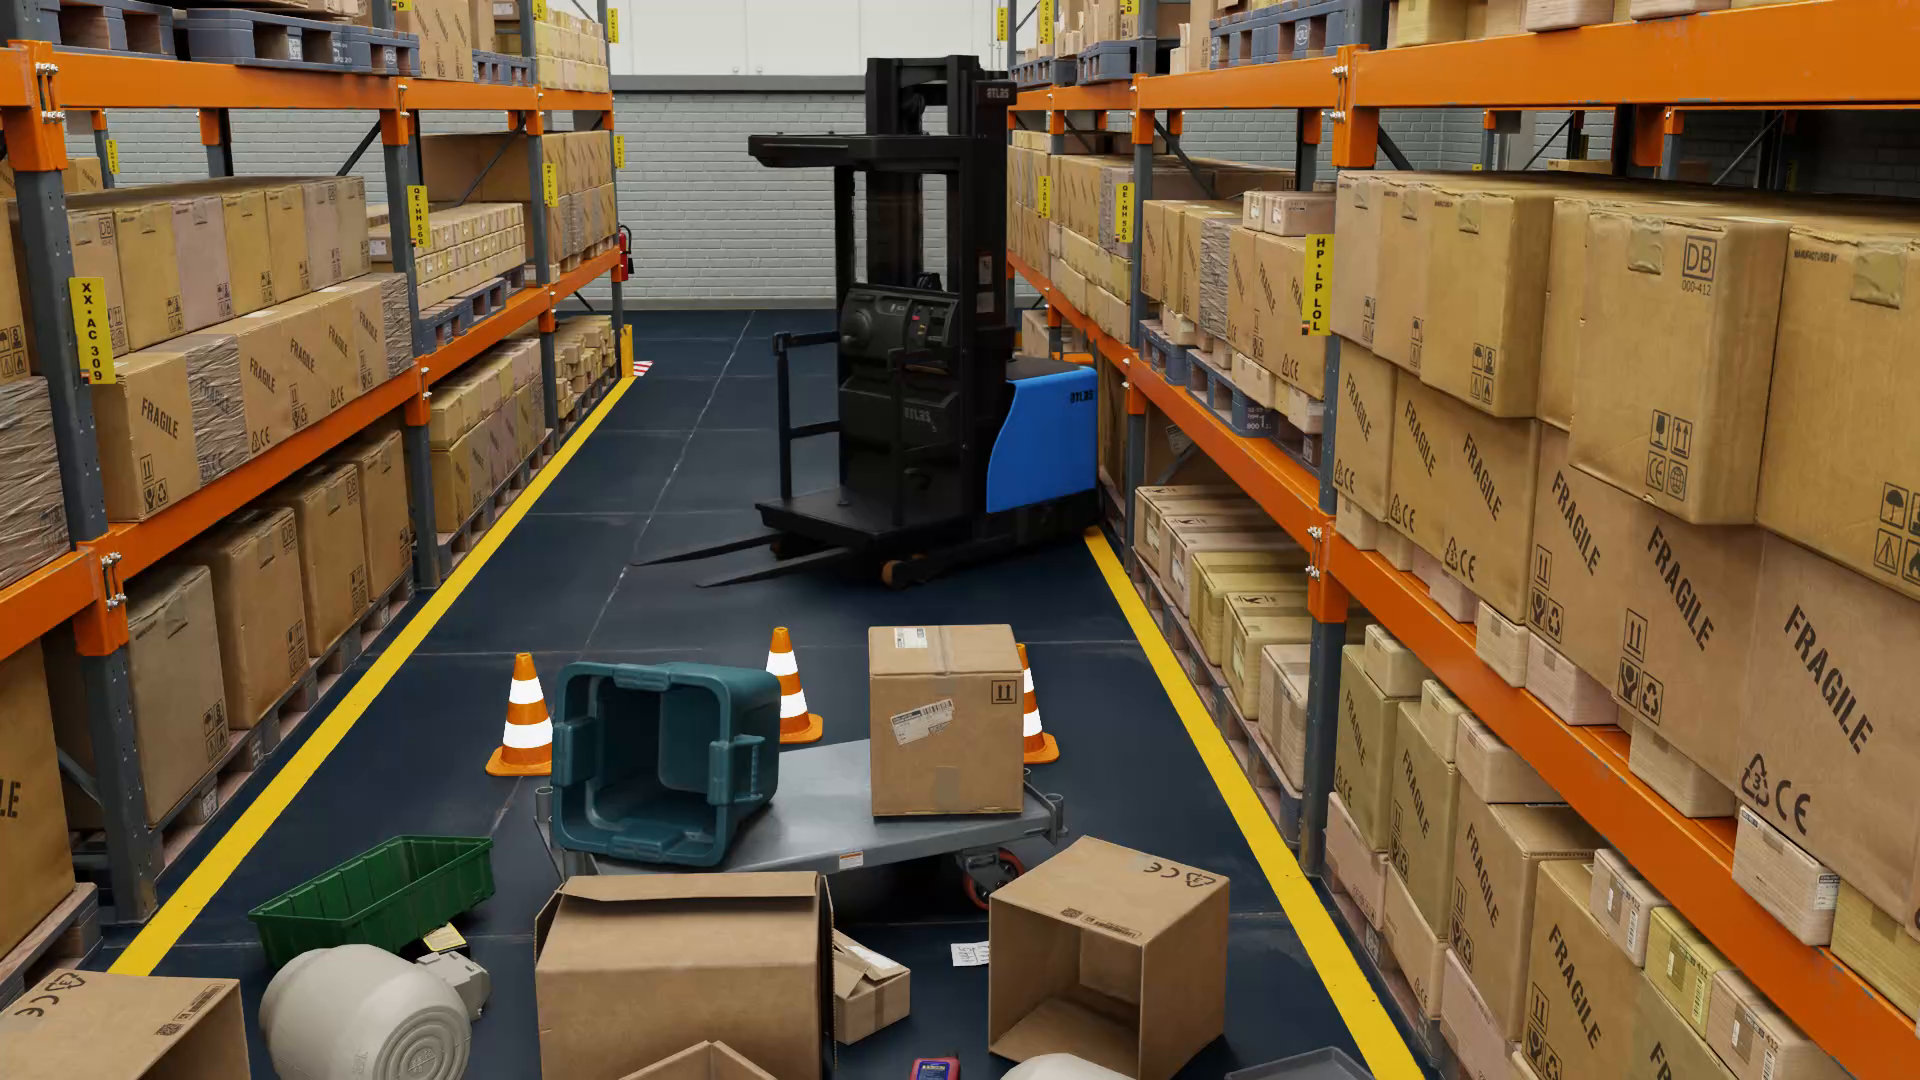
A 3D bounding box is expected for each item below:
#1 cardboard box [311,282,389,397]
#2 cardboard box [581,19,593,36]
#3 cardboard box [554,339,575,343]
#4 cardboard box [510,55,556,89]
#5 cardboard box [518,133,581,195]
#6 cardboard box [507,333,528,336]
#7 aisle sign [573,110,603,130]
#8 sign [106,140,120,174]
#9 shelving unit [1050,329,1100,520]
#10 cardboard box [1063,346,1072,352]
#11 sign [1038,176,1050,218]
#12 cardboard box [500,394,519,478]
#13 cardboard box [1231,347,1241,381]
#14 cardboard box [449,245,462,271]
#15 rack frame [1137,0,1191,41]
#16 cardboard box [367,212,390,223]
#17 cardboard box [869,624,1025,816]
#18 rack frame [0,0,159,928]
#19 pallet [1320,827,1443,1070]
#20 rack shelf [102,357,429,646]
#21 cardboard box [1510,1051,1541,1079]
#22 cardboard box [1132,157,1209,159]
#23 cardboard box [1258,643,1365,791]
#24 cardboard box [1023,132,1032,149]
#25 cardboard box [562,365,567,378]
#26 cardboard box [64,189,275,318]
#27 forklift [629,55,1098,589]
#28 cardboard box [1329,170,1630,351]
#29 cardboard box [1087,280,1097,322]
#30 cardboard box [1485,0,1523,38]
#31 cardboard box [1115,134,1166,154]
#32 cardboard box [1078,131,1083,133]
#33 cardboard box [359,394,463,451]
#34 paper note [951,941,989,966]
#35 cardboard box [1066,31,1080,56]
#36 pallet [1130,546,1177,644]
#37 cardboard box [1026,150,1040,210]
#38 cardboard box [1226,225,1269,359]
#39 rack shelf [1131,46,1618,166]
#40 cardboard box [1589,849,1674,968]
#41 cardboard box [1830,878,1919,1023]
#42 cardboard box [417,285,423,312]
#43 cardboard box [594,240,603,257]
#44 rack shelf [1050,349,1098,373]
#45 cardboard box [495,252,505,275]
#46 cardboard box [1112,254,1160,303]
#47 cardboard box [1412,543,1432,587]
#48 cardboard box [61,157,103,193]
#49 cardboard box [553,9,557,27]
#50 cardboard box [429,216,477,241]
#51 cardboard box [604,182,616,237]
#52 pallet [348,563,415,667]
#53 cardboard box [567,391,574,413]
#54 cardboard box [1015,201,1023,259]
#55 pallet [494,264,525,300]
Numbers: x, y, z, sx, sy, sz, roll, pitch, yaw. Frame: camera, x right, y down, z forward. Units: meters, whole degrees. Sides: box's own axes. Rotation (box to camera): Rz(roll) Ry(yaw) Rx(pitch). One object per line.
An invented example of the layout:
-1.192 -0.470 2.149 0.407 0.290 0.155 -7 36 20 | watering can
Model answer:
-3.138 -0.986 8.137 0.500 0.500 0.500 -1 14 -3 | cardboard box
-3.586 -4.705 15.272 0.380 0.149 0.250 -1 14 -3 | cardboard box
-3.621 -1.691 14.763 0.380 0.149 0.250 -1 15 -6 | cardboard box
-3.476 -3.663 13.026 0.500 0.250 0.500 0 14 -1 | cardboard box
-3.543 -3.211 14.183 0.500 0.500 0.500 -1 14 -3 | cardboard box
-4.164 -1.807 15.215 0.380 0.149 0.250 -1 14 -3 | cardboard box
-3.664 -4.441 16.548 0.394 0.787 0.004 -1 14 -3 | aisle sign
-8.373 -3.788 16.429 0.100 0.325 0.005 -1 14 -3 | sign
0.768 -0.770 11.090 0.258 1.200 0.503 -3 15 -3 | shelving unit
1.292 -1.386 14.192 0.875 0.438 0.875 -1 14 -4 | cardboard box
0.670 -2.714 13.160 0.100 0.325 0.005 -1 14 -3 | sign
-3.355 -0.721 11.484 0.500 0.500 0.500 -1 14 -5 | cardboard box
1.363 -0.735 7.026 0.380 0.149 0.250 -1 14 -3 | cardboard box
-3.362 -1.777 10.477 0.380 0.149 0.250 -1 14 -3 | cardboard box
1.471 -4.176 8.698 1.000 3.000 0.127 -1 14 -3 | rack frame
-4.079 -2.170 11.408 0.380 0.149 0.250 -1 14 -4 | cardboard box
-0.056 0.603 5.661 0.500 0.500 0.500 -1 14 -3 | cardboard box
-3.215 -0.174 5.185 1.000 3.000 0.127 -1 14 -3 | rack frame
1.796 1.241 5.280 1.003 0.211 1.213 -1 14 -3 | pallet
-3.339 -0.323 7.207 1.077 0.370 4.000 -1 14 -3 | rack shelf
1.586 1.391 3.775 0.500 0.250 0.500 -1 14 -5 | cardboard box
1.541 -2.562 12.259 0.500 0.500 0.500 -1 14 -2 | cardboard box
1.684 0.663 6.361 0.950 0.372 0.625 -1 14 -3 | cardboard box
0.775 -3.628 15.099 0.380 0.149 0.250 -1 14 -5 | cardboard box
-3.584 -1.415 14.286 0.380 0.149 0.250 -2 15 -6 | cardboard box
-3.347 -1.210 7.001 0.700 0.500 0.500 -1 14 -4 | cardboard box
-0.515 -1.284 9.636 1.130 2.935 3.031 14 20 43 | forklift
1.530 -0.840 4.967 0.700 0.500 0.500 -1 14 -4 | cardboard box
1.118 -1.572 10.918 0.500 0.250 0.500 -1 14 -4 | cardboard box
1.555 -1.337 4.187 0.380 0.149 0.250 0 14 -2 | cardboard box
1.463 -3.195 13.415 0.380 0.149 0.250 -1 14 -4 | cardboard box
1.257 -3.766 15.634 0.380 0.149 0.250 -1 14 -4 | cardboard box
-3.264 -0.700 9.898 0.500 0.250 0.500 -2 15 -6 | cardboard box
0.049 1.320 5.335 0.148 0.019 0.142 -1 14 -3 | paper note
0.953 -3.488 11.671 0.380 0.166 0.250 -2 15 -7 | cardboard box
1.518 0.274 9.038 1.003 0.211 1.213 -1 14 -3 | pallet
0.854 -3.164 14.597 0.500 0.500 0.500 -1 14 -3 | cardboard box
1.403 -1.035 6.889 0.500 0.500 0.500 0 14 -2 | cardboard box
1.595 -1.878 7.228 1.077 0.370 4.000 -1 14 -3 | rack shelf
1.540 0.756 3.436 0.380 0.149 0.250 0 14 -1 | cardboard box
1.609 0.625 2.580 0.380 0.149 0.250 -1 14 -4 | cardboard box
-3.289 -1.365 9.475 0.380 0.149 0.250 -1 14 -4 | cardboard box
-3.609 -2.773 15.787 0.380 0.149 0.250 0 14 -2 | cardboard box
0.753 -1.150 10.992 0.258 0.148 0.480 -3 15 -3 | rack shelf
-3.443 -1.961 11.790 0.380 0.149 0.250 -2 15 -6 | cardboard box
1.188 -1.557 9.855 0.500 0.250 0.500 -1 14 -4 | cardboard box
1.533 0.057 4.791 0.380 0.149 0.250 -1 14 -4 | cardboard box
-8.623 -3.425 16.017 0.500 0.500 0.500 -1 14 -3 | cardboard box
-3.550 -4.314 13.753 0.380 0.149 0.250 -1 14 -5 | cardboard box
-3.393 -2.046 10.926 0.380 0.149 0.250 -1 14 -4 | cardboard box
-3.674 -3.244 16.315 0.500 0.500 0.500 -1 14 -2 | cardboard box
-3.489 0.378 8.632 1.003 0.211 1.213 -1 14 -3 | pallet
-3.429 -1.148 13.849 0.380 0.149 0.250 0 14 -2 | cardboard box
0.791 -2.933 15.705 0.500 0.500 0.500 -1 14 -4 | cardboard box
-3.809 -1.879 12.194 1.003 0.211 1.213 -1 14 -3 | pallet
